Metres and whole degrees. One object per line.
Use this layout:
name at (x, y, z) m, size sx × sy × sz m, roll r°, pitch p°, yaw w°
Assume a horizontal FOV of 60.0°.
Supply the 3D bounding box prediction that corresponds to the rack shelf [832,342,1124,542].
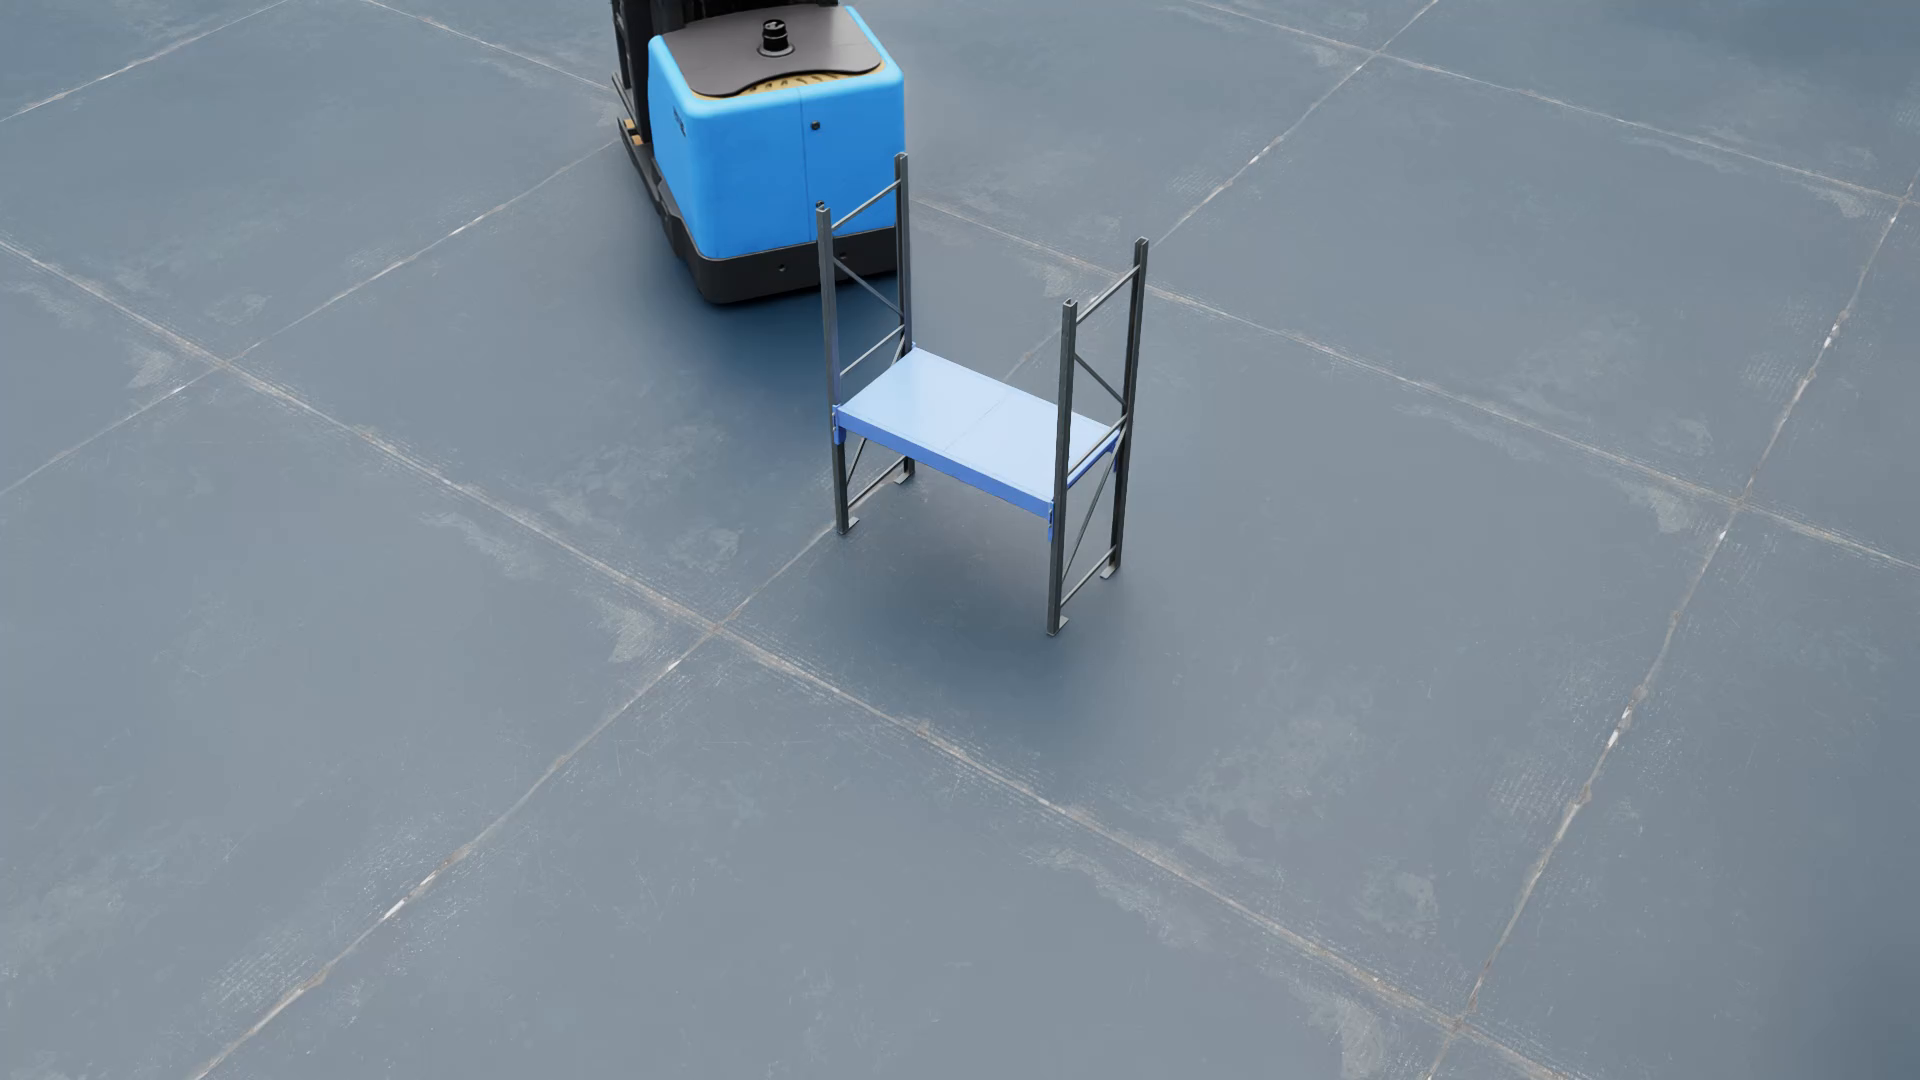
rack shelf at (0.070, -0.392, 6.333) m, size 1.000 × 0.185 × 0.538 m, roll 25°, pitch 48°, yaw 25°

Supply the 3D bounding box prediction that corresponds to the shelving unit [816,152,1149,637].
shelving unit at (0.070, -0.526, 6.213) m, size 1.048 × 1.500 × 0.538 m, roll 25°, pitch 48°, yaw 25°

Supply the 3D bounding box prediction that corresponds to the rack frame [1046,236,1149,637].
rack frame at (0.486, -0.332, 5.996) m, size 0.032 × 1.500 × 0.500 m, roll 25°, pitch 48°, yaw 25°

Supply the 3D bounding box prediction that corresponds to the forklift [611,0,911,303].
forklift at (-1.231, -3.210, 8.139) m, size 1.130 × 2.935 × 3.031 m, roll -14°, pitch 44°, yaw -15°

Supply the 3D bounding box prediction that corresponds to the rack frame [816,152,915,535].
rack frame at (-0.346, -0.721, 6.431) m, size 0.032 × 1.500 × 0.500 m, roll 25°, pitch 48°, yaw 25°
